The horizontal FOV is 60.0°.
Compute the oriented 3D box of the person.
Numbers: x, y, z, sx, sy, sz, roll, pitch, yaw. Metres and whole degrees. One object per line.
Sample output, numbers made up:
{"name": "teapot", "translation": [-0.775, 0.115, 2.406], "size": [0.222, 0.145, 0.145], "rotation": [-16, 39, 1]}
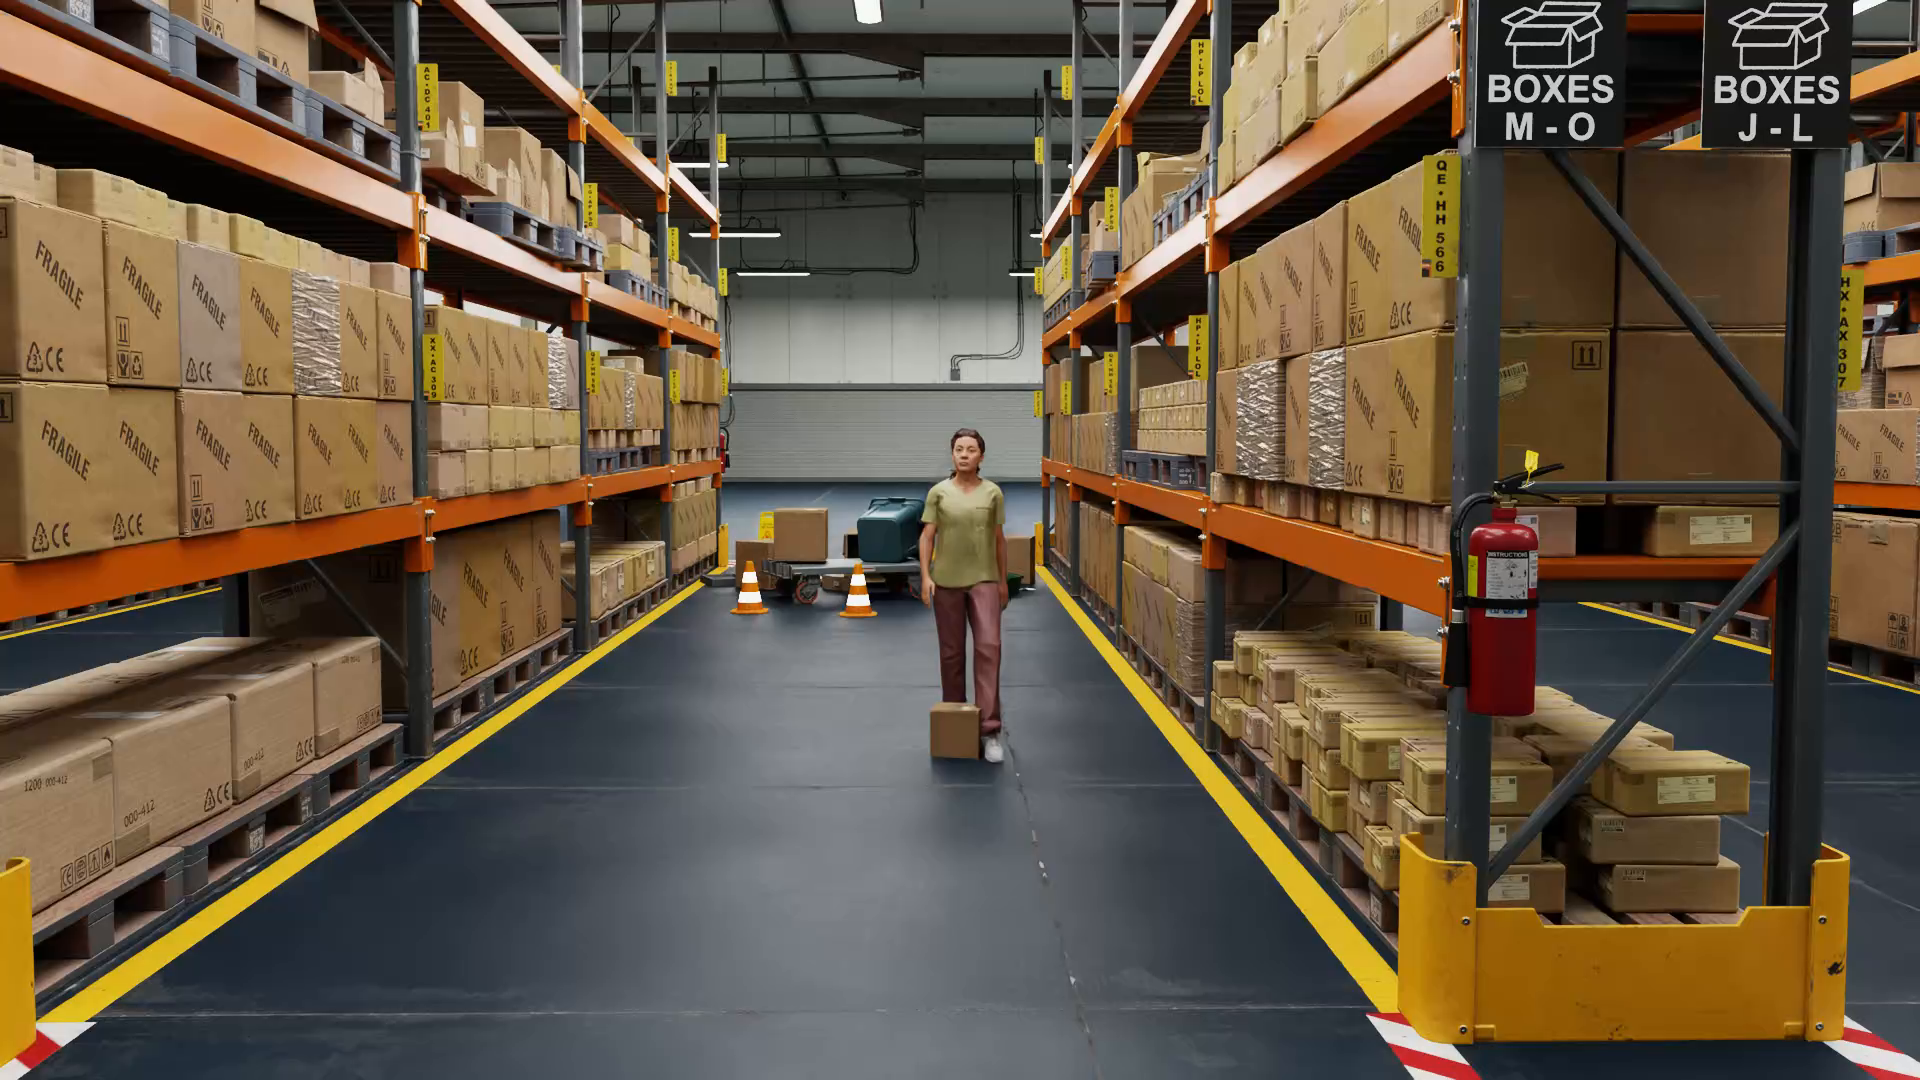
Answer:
{"name": "person", "translation": [0.028, 0.255, 8.638], "size": [0.478, 1.670, 0.819], "rotation": [0, 4, -1]}
